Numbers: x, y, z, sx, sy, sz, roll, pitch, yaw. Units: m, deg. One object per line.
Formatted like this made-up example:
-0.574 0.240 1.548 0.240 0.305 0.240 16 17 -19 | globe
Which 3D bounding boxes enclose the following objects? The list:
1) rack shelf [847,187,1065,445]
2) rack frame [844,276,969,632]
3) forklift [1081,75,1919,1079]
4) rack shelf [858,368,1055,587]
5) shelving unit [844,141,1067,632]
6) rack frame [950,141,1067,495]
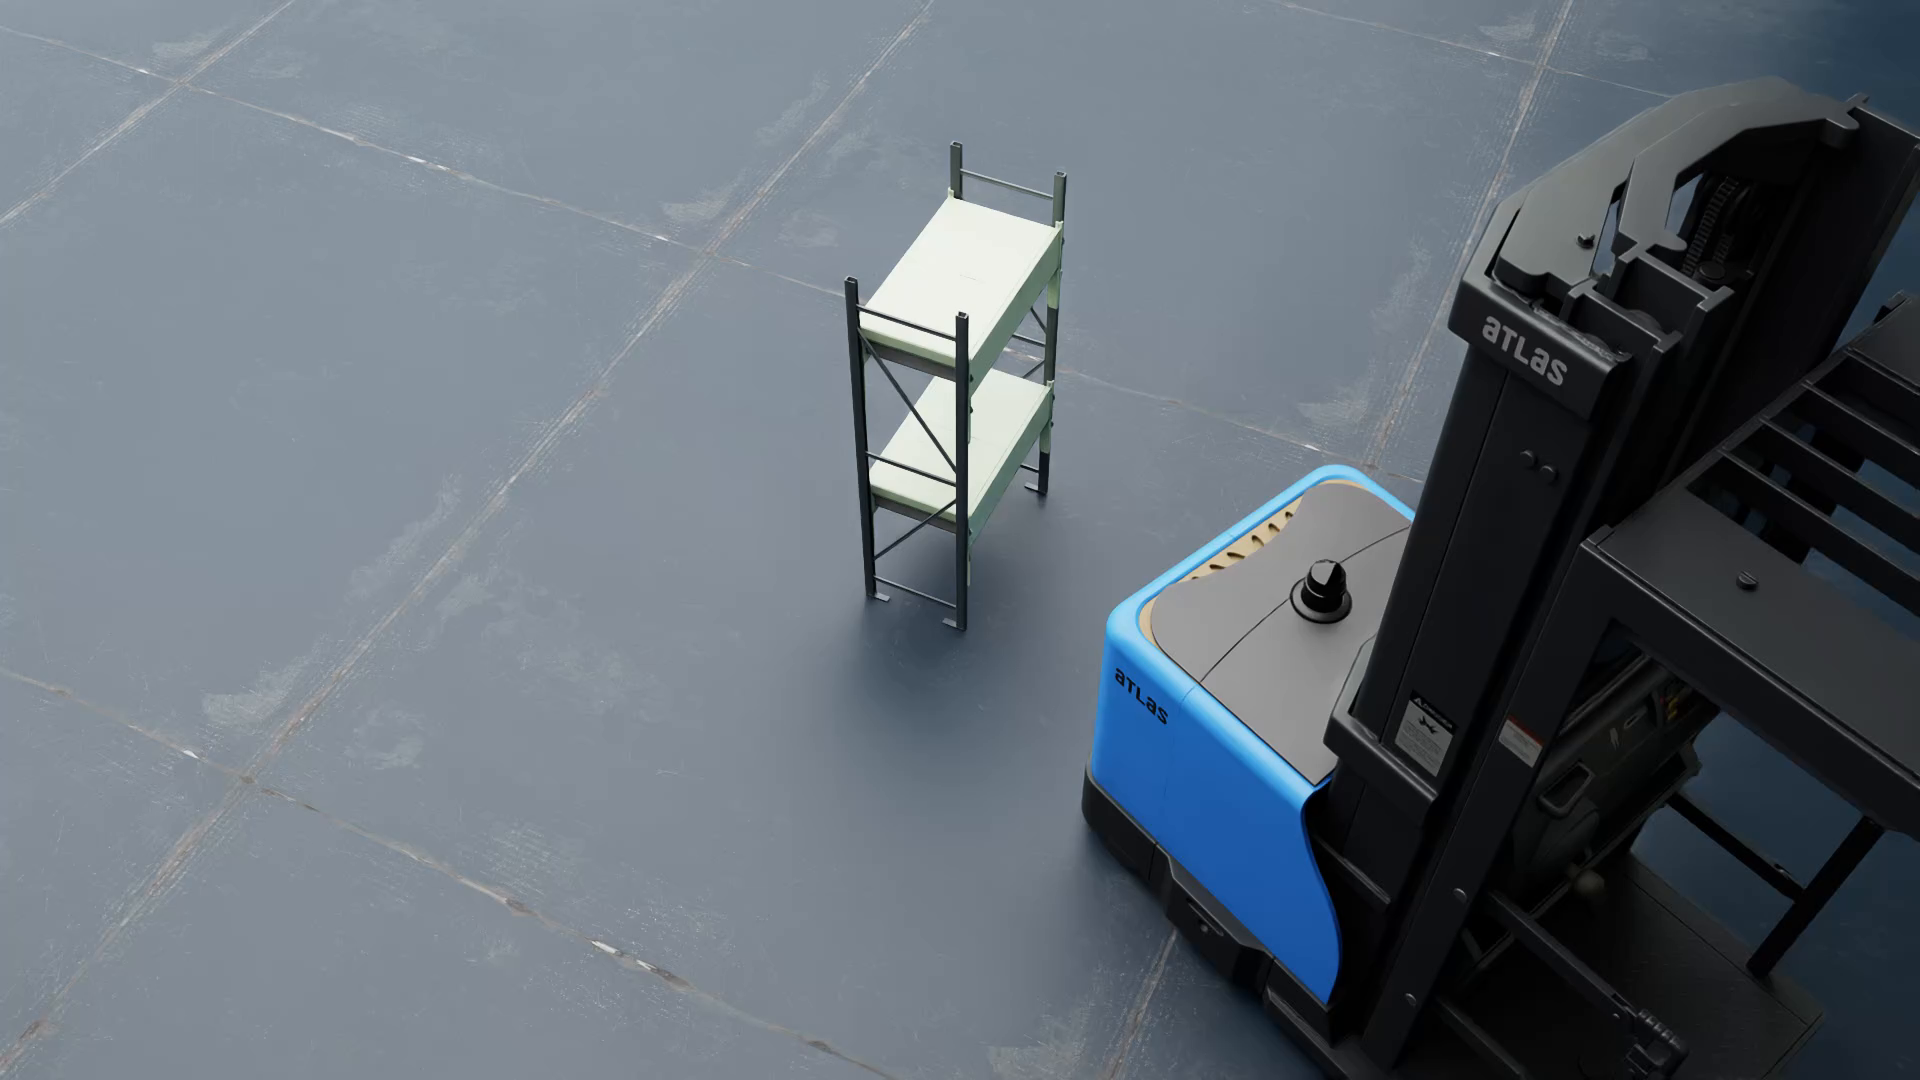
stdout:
-0.003 -0.734 5.378 0.431 0.370 0.720 20 52 16 | rack shelf
-0.159 -0.229 5.460 0.400 1.500 0.023 20 52 16 | rack frame
1.722 0.590 3.824 1.130 2.935 3.031 -32 57 -24 | forklift
-0.003 -0.270 5.923 0.431 0.370 0.720 20 52 16 | rack shelf
-0.003 -0.481 5.675 0.431 1.500 0.755 20 52 16 | shelving unit
0.154 -0.733 5.889 0.400 1.500 0.023 20 52 16 | rack frame
